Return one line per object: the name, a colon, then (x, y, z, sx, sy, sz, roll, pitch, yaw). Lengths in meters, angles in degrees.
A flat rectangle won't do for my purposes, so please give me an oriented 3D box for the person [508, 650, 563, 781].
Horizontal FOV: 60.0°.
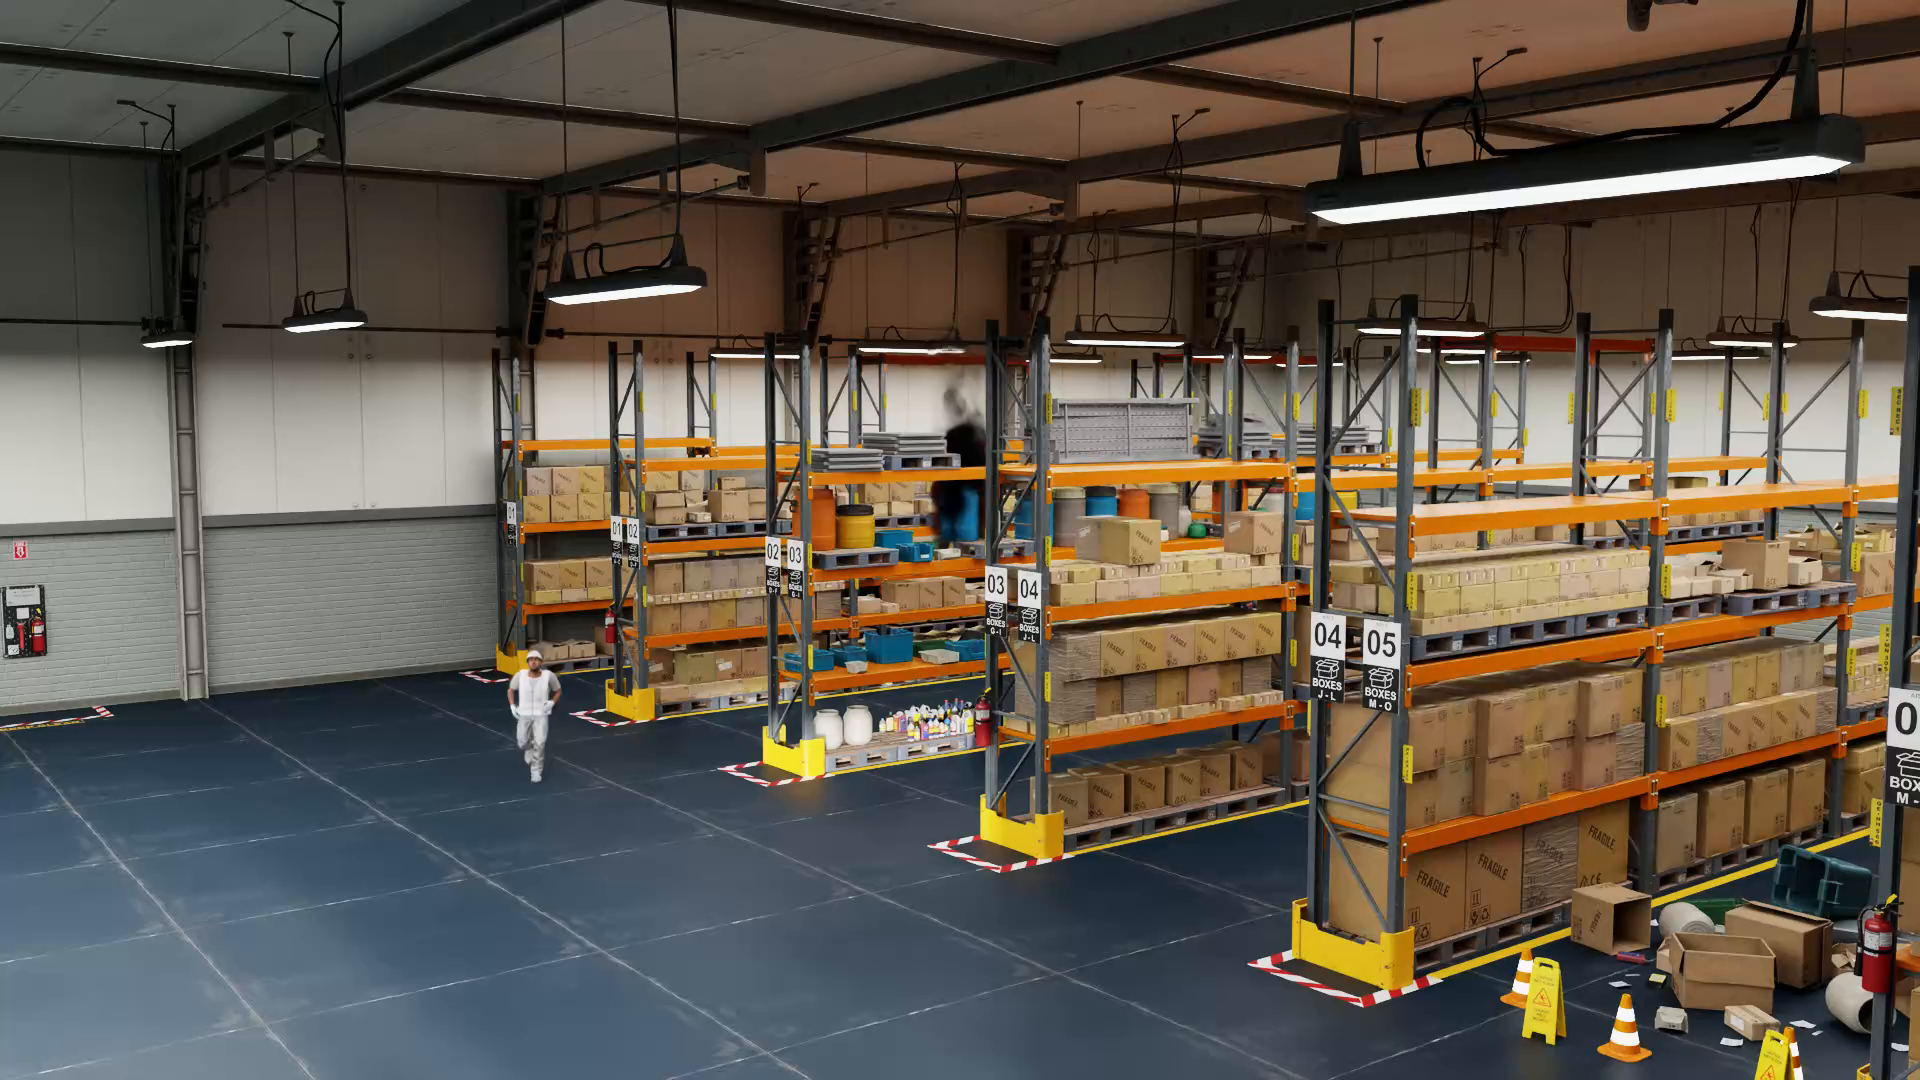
person: (-5.716, 2.346, 22.364, 0.723, 1.739, 0.596, 0, 5, -6)
